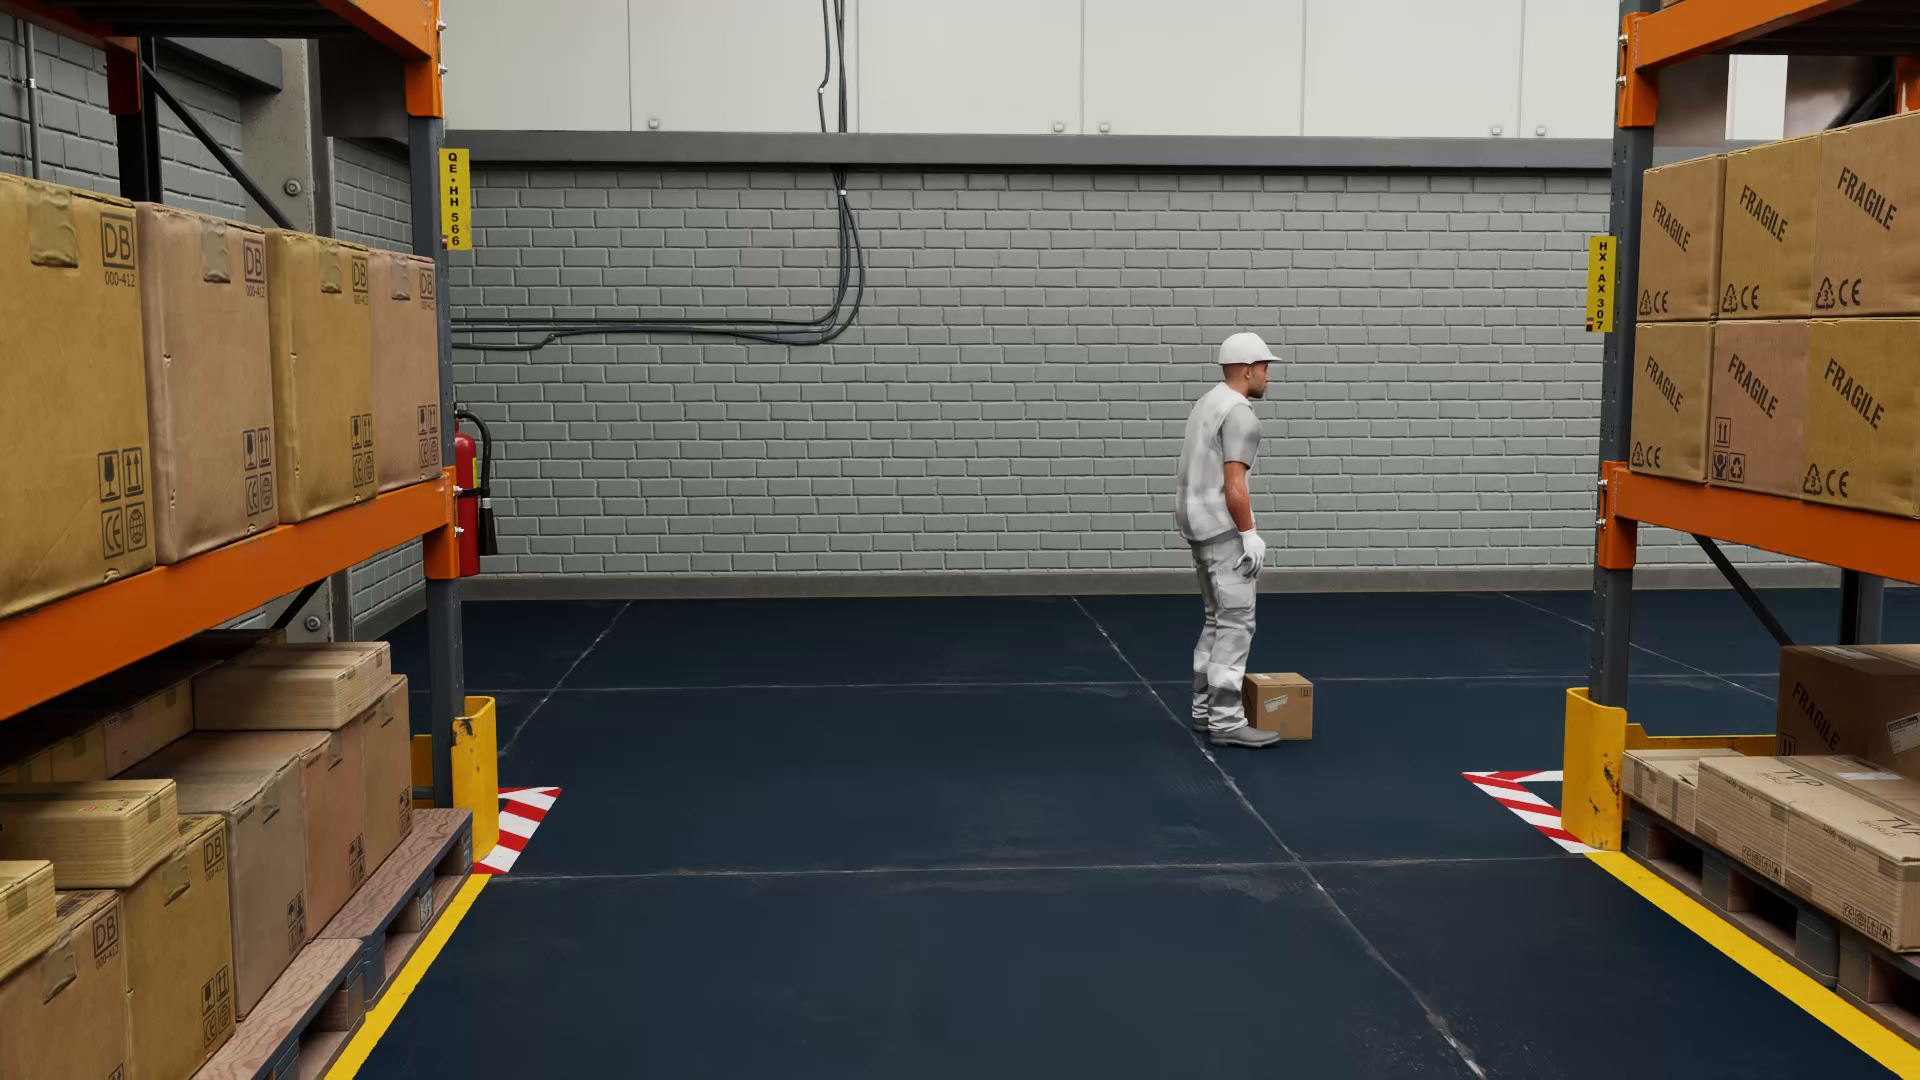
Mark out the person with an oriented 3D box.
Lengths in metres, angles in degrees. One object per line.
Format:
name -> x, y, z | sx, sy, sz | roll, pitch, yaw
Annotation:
person -> 1.185, -0.015, 7.307 | 0.453, 1.778, 0.617 | -1, 7, -7
